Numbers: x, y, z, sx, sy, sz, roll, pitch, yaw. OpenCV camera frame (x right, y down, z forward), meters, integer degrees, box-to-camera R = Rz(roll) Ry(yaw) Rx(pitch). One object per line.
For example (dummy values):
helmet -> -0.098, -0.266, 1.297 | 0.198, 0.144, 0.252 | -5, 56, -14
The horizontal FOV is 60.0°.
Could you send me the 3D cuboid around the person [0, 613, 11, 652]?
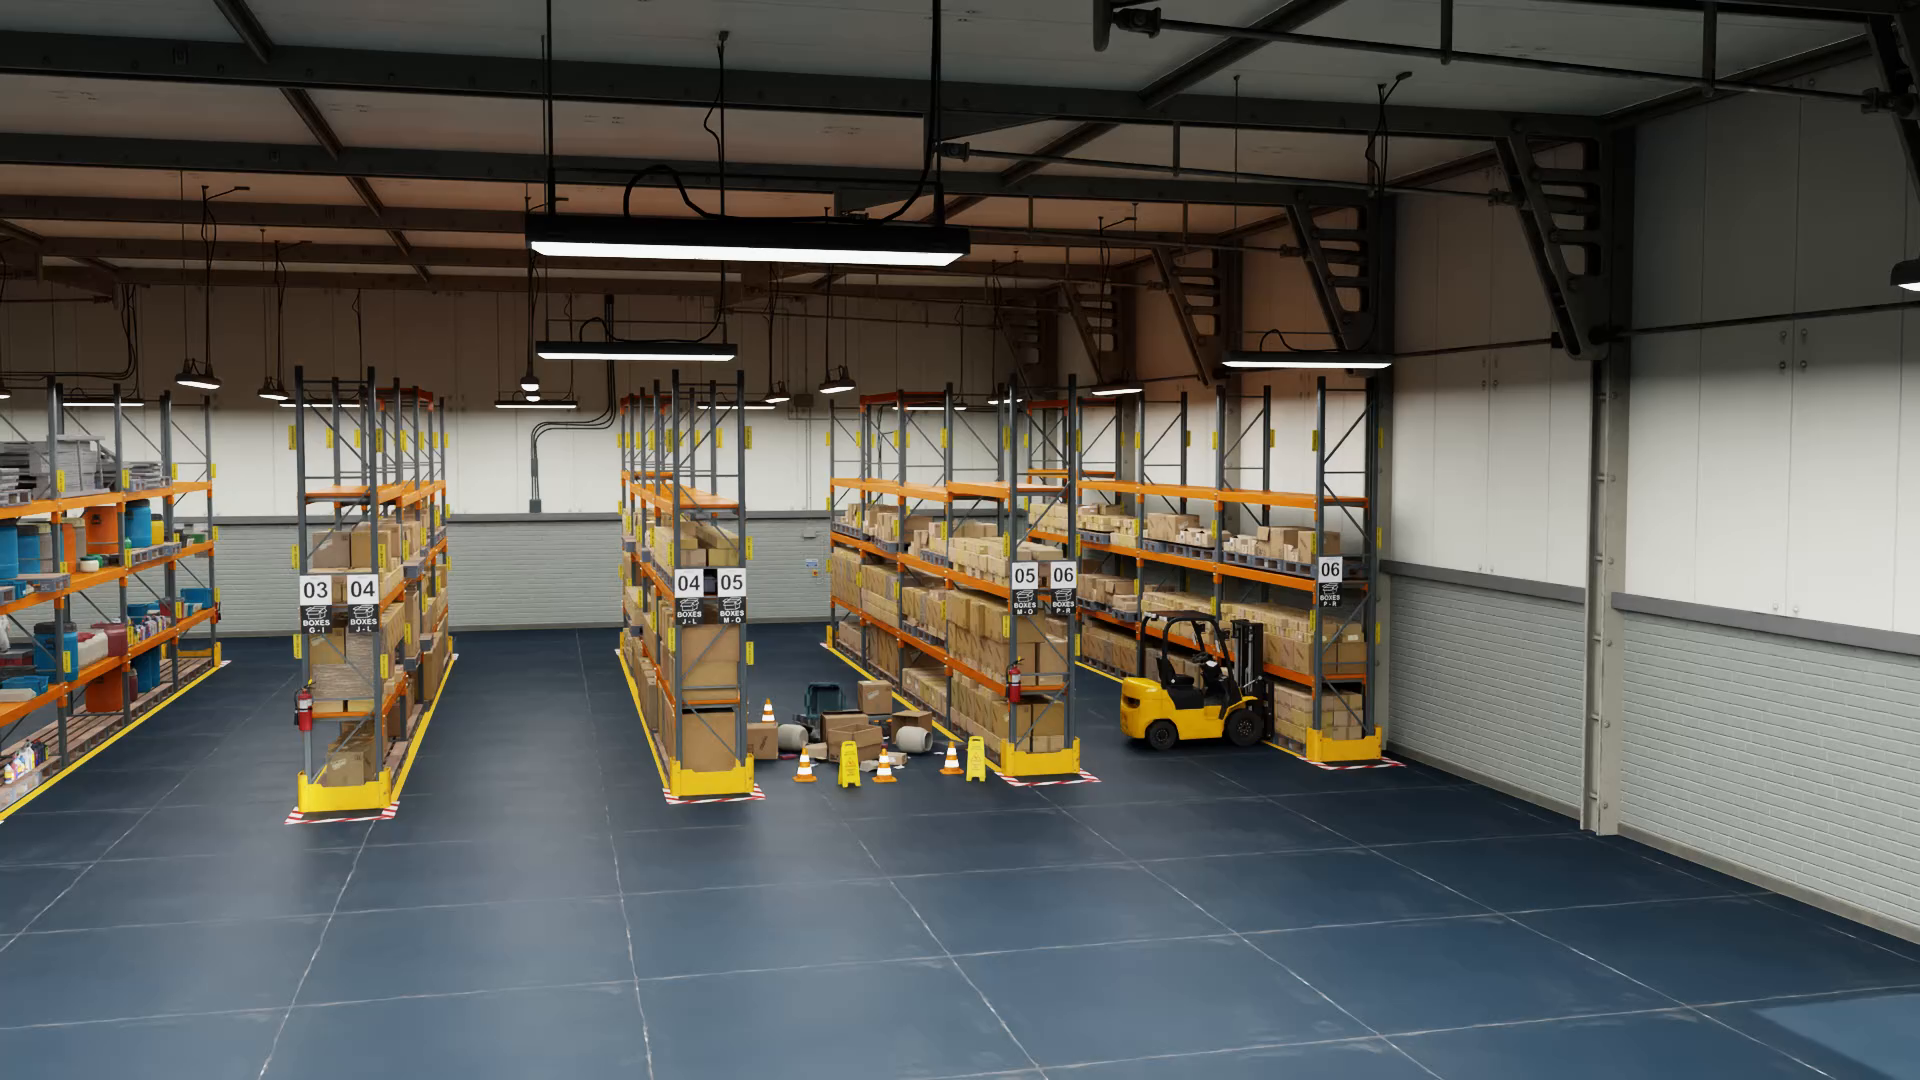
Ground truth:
person -> -21.387, 1.932, 36.942 | 0.978, 1.721, 0.554 | 0, 3, -2
